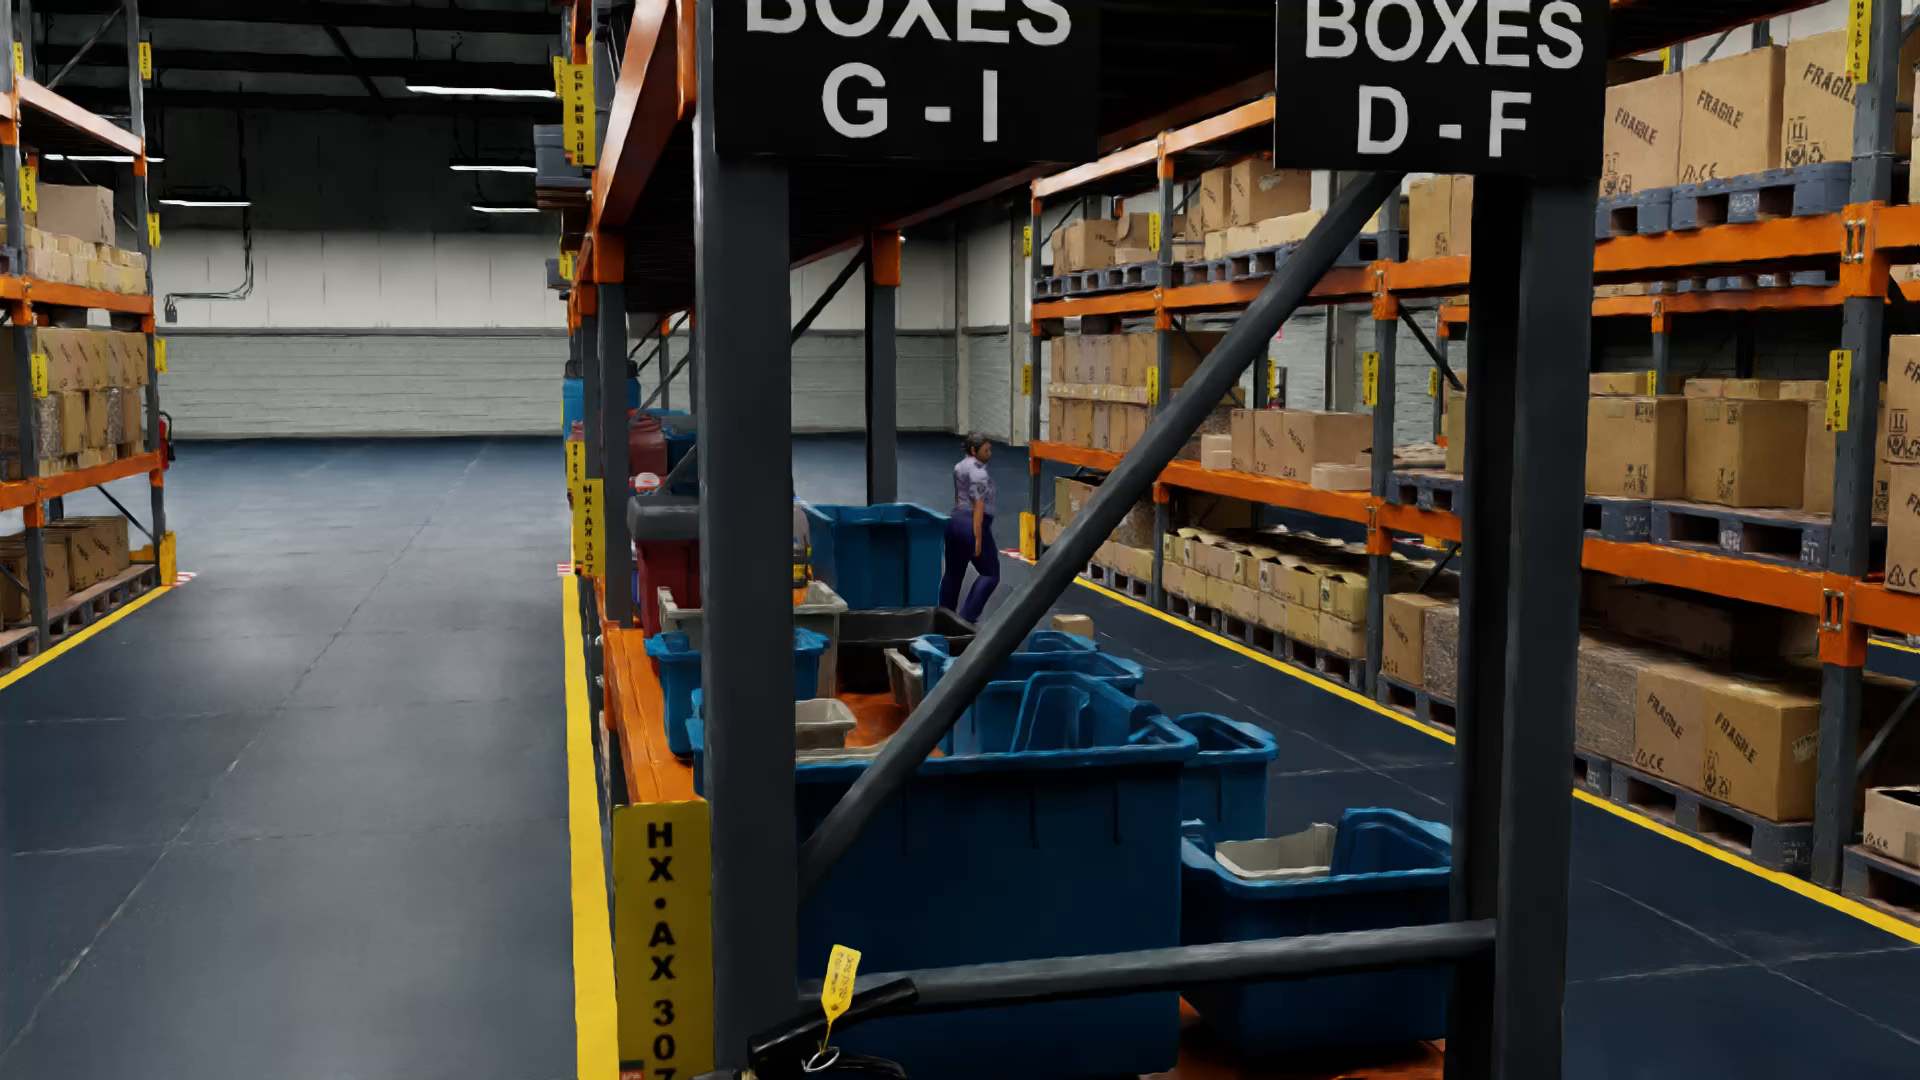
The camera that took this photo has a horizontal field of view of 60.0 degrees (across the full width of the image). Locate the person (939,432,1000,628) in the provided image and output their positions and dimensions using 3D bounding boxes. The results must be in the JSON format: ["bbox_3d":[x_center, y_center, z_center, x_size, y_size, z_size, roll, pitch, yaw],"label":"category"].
[{"bbox_3d":[0.059,-0.059,13.301,0.406,1.618,0.569,-4,7,-31],"label":"person"}]
